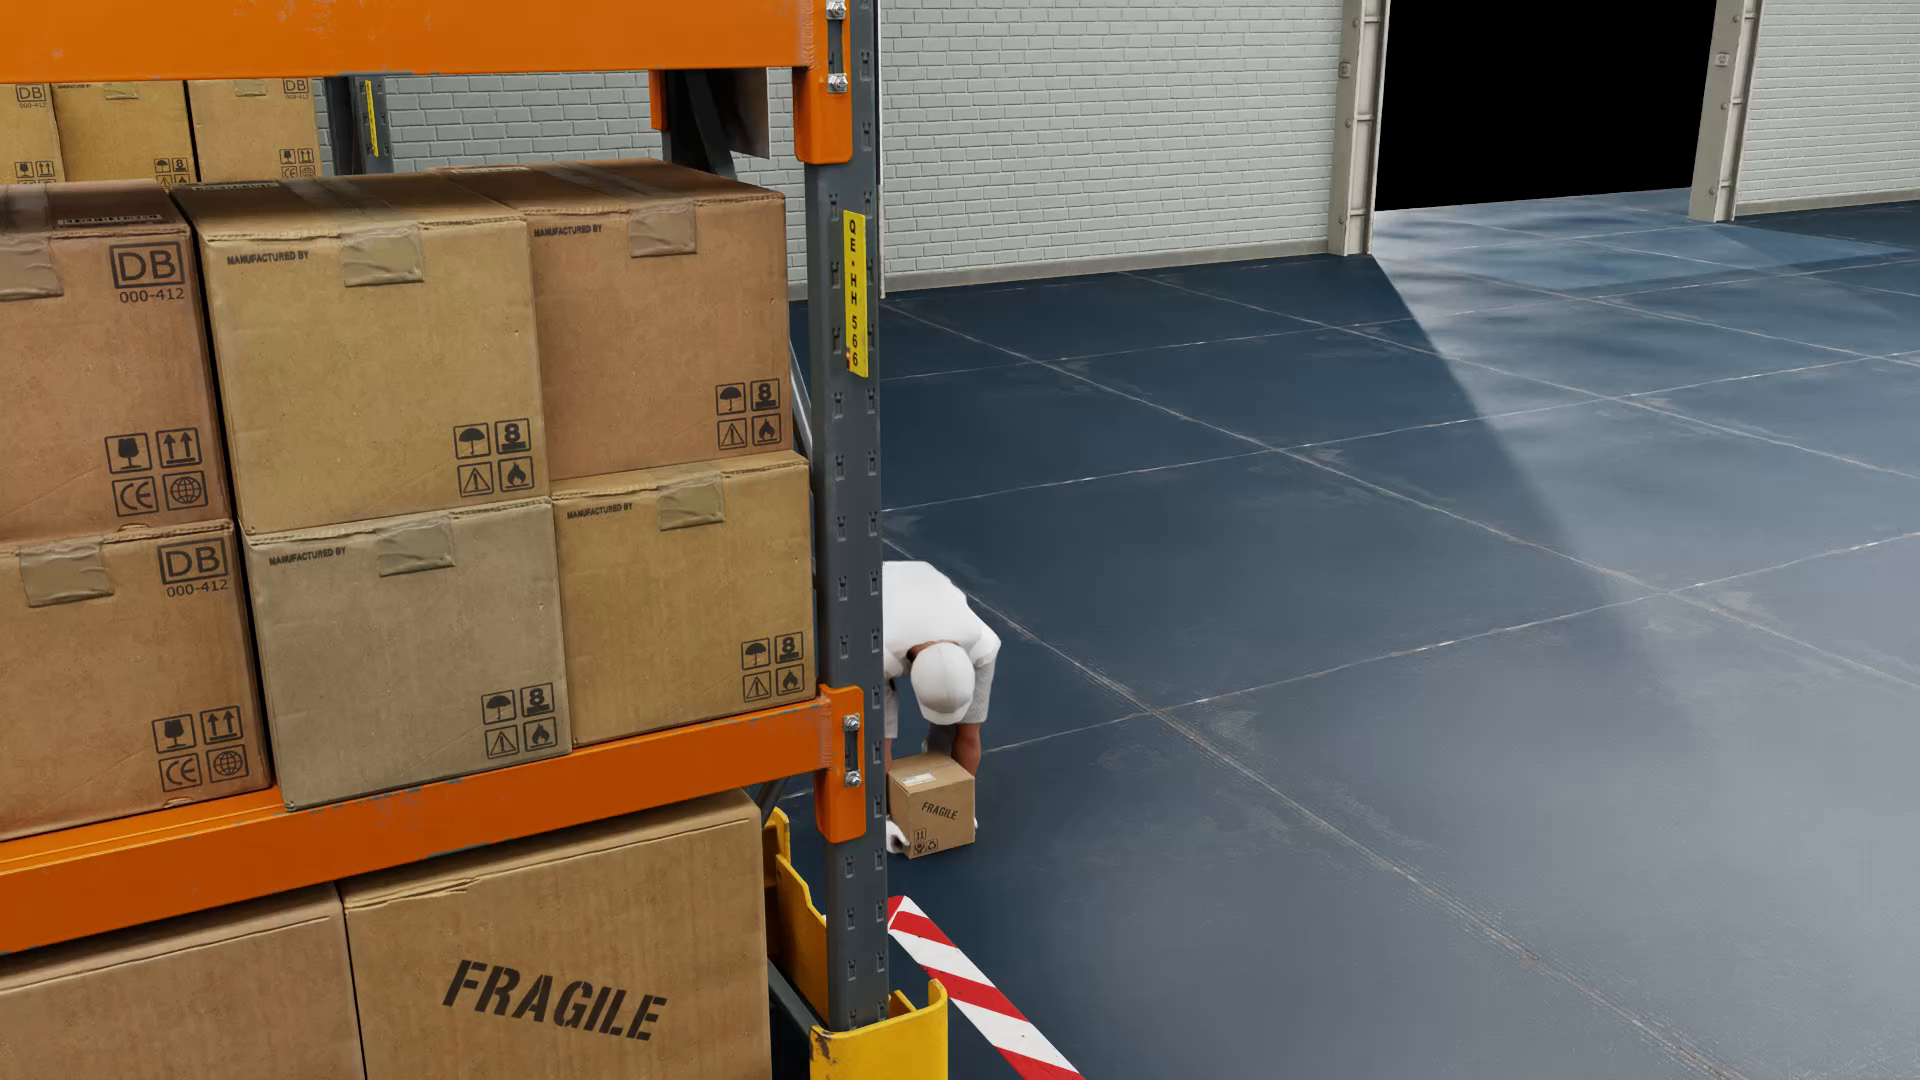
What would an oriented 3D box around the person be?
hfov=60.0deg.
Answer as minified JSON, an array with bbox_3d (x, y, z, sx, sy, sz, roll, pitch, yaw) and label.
[{"bbox_3d":[-0.145,0.557,5.882,0.546,0.859,0.981,-4,19,-11],"label":"person"}]
